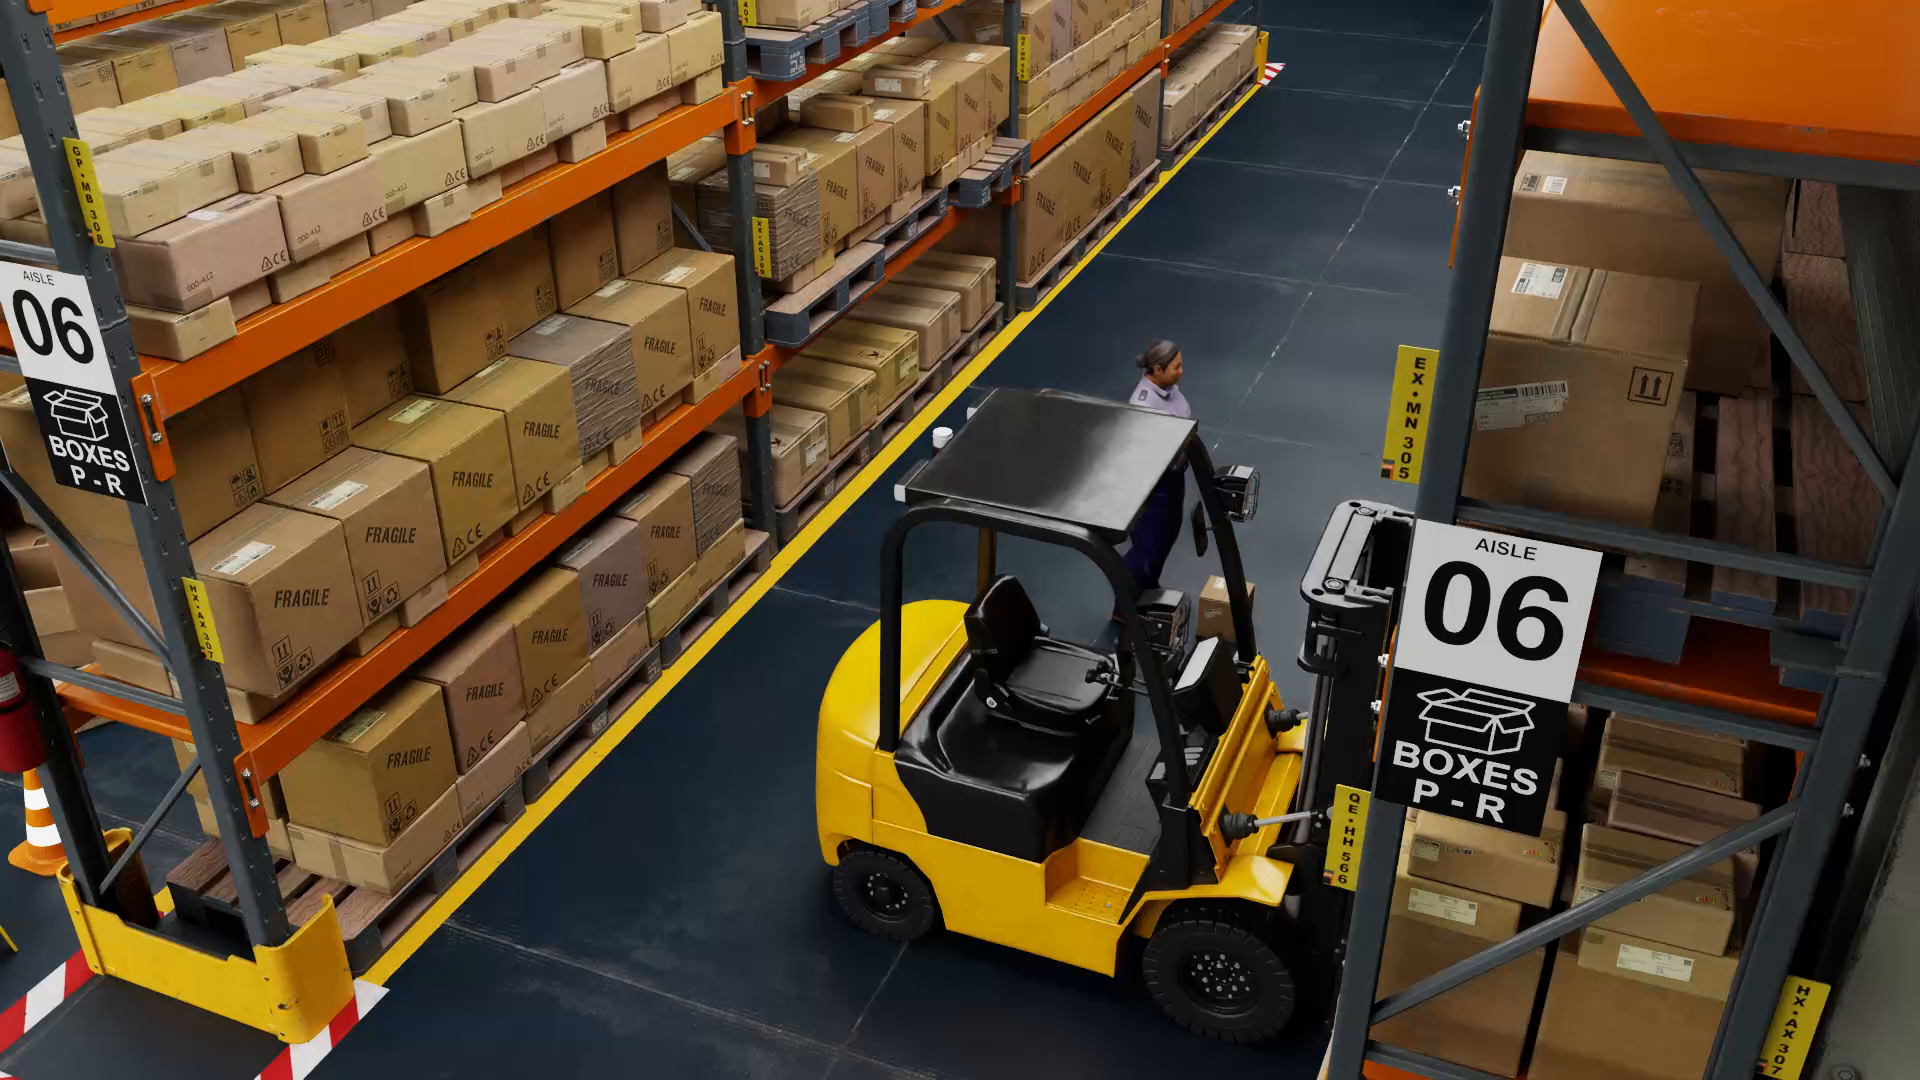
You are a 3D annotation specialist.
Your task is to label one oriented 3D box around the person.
[{"bbox_3d":[1.064,-0.307,8.966,0.327,1.632,0.470,12,32,20],"label":"person"}]
